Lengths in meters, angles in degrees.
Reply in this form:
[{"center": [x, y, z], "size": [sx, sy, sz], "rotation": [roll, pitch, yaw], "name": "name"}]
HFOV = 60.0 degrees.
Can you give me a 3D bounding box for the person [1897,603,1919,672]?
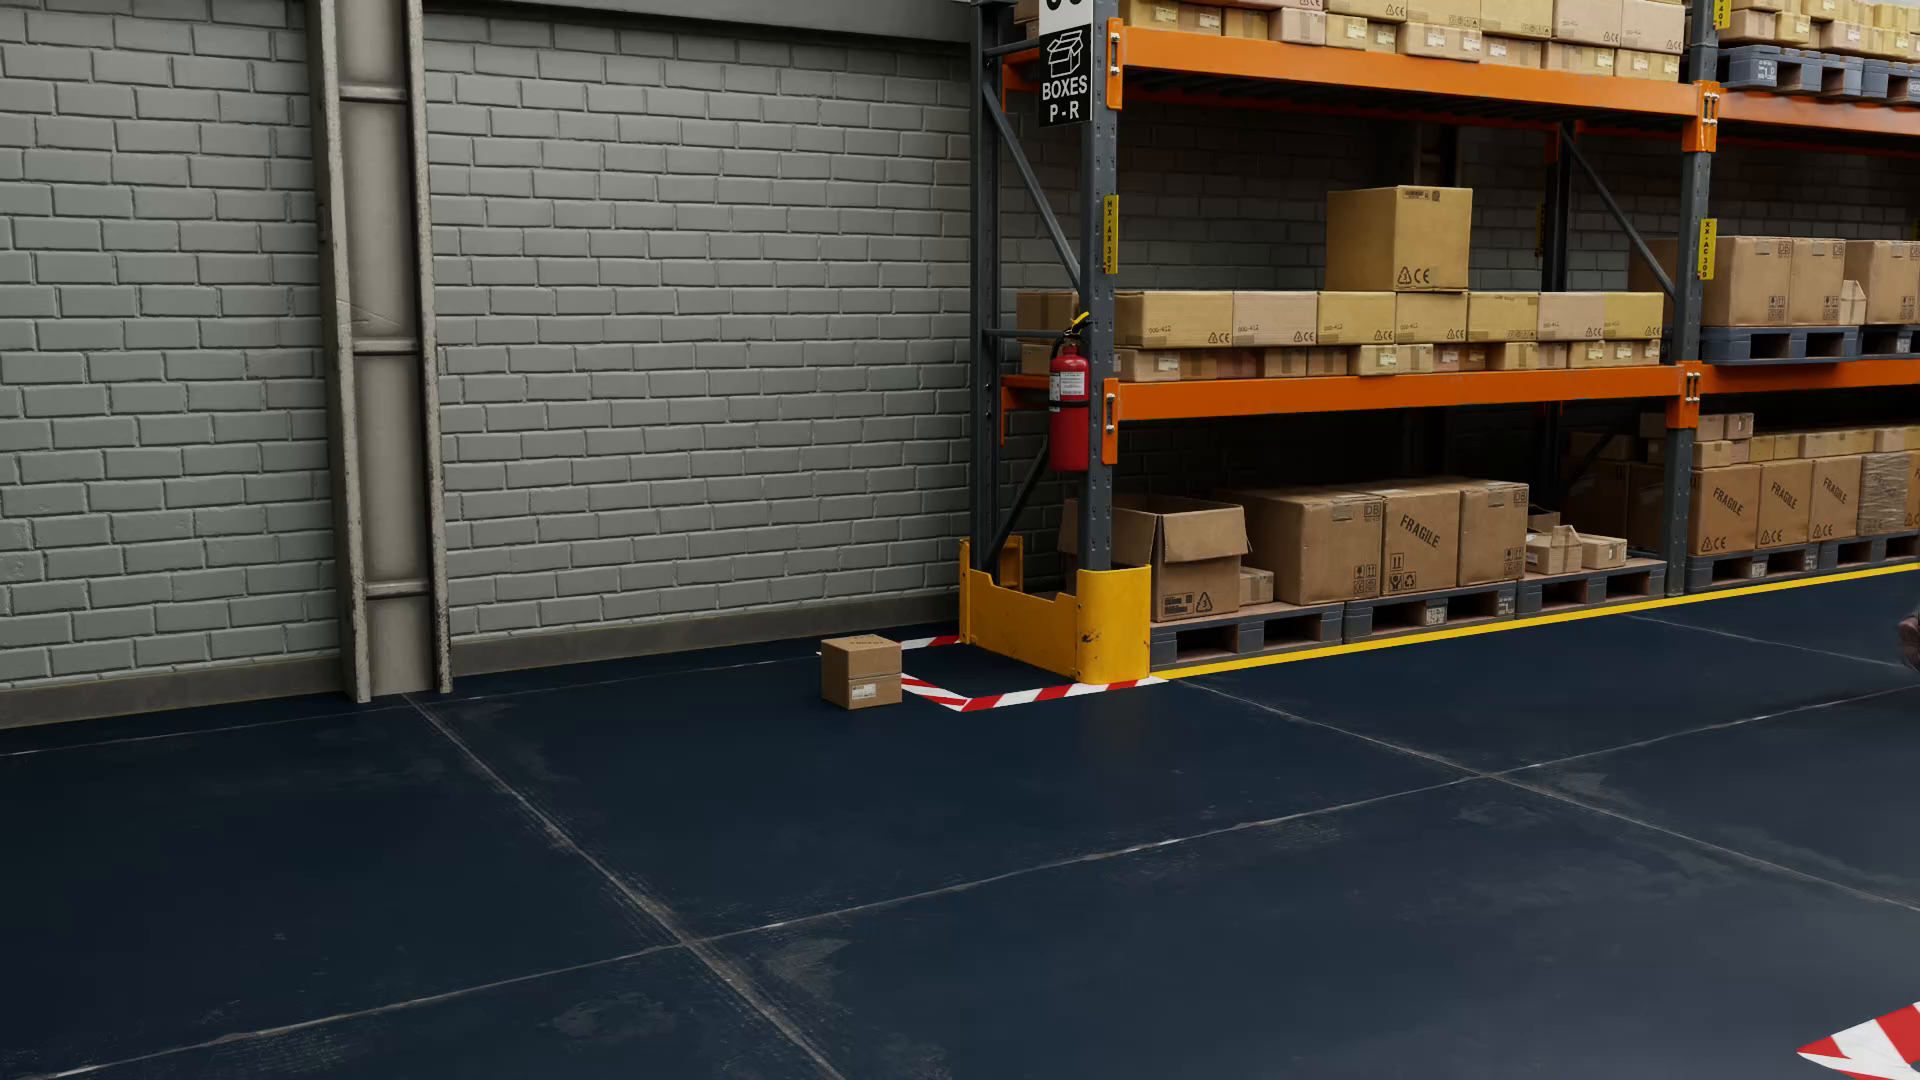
[{"center": [4.305, -0.179, 6.948], "size": [0.583, 1.641, 0.446], "rotation": [-2, 8, -12], "name": "person"}]
